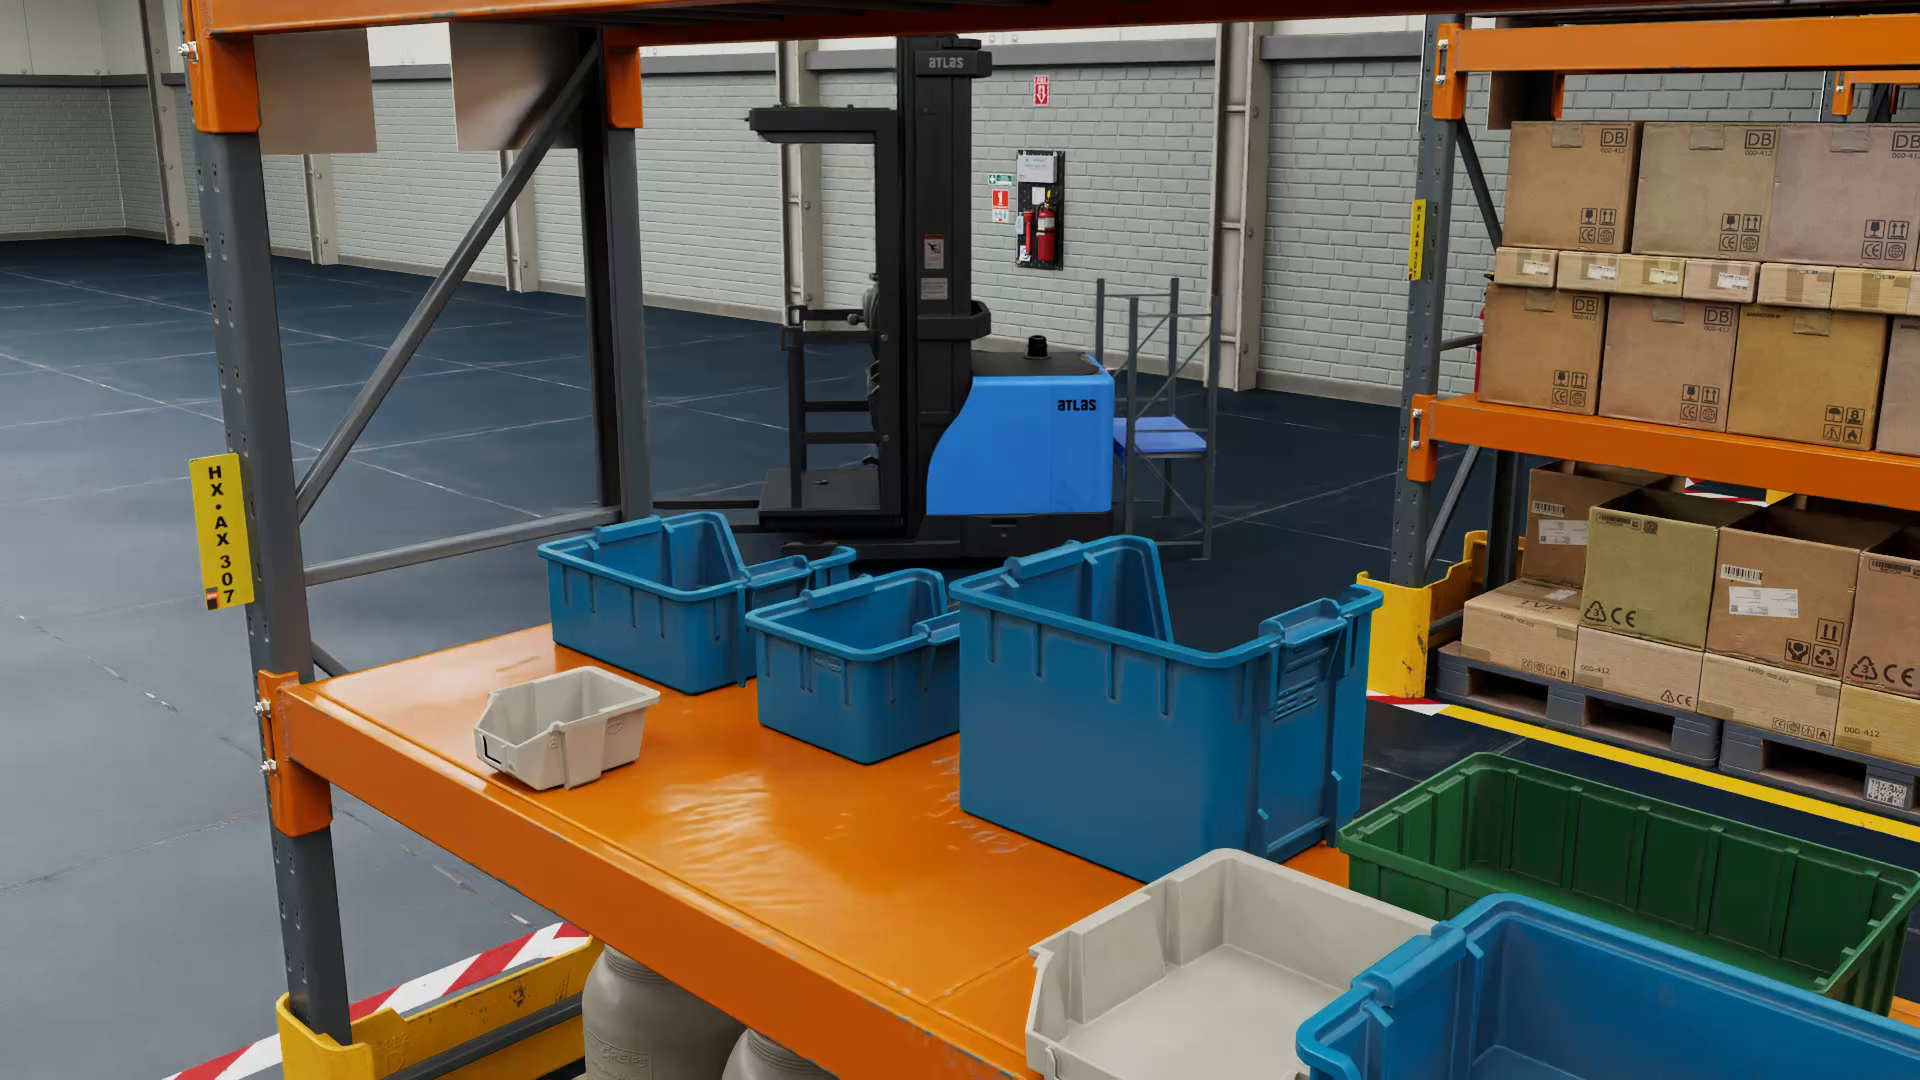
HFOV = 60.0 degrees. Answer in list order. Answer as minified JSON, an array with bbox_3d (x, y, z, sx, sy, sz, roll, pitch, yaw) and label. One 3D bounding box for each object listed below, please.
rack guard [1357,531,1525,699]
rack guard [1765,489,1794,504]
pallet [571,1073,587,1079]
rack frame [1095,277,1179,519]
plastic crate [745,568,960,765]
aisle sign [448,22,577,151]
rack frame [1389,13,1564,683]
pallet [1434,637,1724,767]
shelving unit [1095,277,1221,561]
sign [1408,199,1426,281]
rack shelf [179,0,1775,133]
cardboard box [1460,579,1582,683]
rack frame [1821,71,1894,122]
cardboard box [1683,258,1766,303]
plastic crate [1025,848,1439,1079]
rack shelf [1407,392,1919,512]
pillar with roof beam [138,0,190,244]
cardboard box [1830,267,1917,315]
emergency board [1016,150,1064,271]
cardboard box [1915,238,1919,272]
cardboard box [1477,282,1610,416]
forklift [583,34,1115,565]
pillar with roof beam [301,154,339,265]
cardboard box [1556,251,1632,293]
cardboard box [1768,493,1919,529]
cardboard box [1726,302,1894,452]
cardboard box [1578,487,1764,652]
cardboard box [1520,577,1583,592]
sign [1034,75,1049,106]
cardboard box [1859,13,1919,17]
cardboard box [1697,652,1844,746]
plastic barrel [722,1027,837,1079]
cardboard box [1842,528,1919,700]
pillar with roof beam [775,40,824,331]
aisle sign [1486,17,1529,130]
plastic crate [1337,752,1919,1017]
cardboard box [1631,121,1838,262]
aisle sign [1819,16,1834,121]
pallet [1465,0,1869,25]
[{"bbox_3d":[2.257,0.325,7.693,0.348,0.500,1.175,14,20,42],"label":"rack guard"},{"bbox_3d":[5.764,-0.557,11.079,0.348,0.500,1.175,14,20,42],"label":"rack guard"},{"bbox_3d":[-0.498,1.515,3.697,1.213,0.211,1.003,14,20,42],"label":"pallet"},{"bbox_3d":[1.078,-0.860,10.260,0.500,1.500,0.032,-1,15,-5],"label":"rack frame"},{"bbox_3d":[-0.135,0.238,3.364,0.408,0.251,0.499,14,20,42],"label":"plastic crate"},{"bbox_3d":[-1.012,-1.306,3.841,0.004,0.787,0.394,14,20,42],"label":"aisle sign"},{"bbox_3d":[2.274,-0.880,7.361,0.127,3.000,1.000,14,20,42],"label":"rack frame"},{"bbox_3d":[2.854,0.595,7.228,1.213,0.211,1.003,14,20,42],"label":"pallet"},{"bbox_3d":[1.127,-0.733,9.770,0.538,1.500,1.048,-1,15,-5],"label":"shelving unit"},{"bbox_3d":[1.885,-1.238,6.860,0.005,0.325,0.100,14,20,42],"label":"sign"},{"bbox_3d":[0.273,-0.735,2.282,4.000,0.370,1.077,14,20,42],"label":"rack shelf"},{"bbox_3d":[2.506,0.381,7.140,0.500,0.250,0.500,14,20,42],"label":"cardboard box"},{"bbox_3d":[5.710,-1.780,10.815,0.127,3.000,1.000,14,20,42],"label":"rack frame"},{"bbox_3d":[2.958,-1.001,6.338,0.250,0.149,0.380,13,20,41],"label":"cardboard box"},{"bbox_3d":[0.368,0.608,2.174,0.437,0.136,0.530,14,20,42],"label":"plastic crate"},{"bbox_3d":[3.714,-0.182,6.109,4.000,0.370,1.077,14,20,42],"label":"rack shelf"},{"bbox_3d":[-17.770,-9.187,27.342,0.400,9.000,9.100,14,20,42],"label":"pillar with roof beam"},{"bbox_3d":[3.336,-0.910,5.990,0.250,0.149,0.380,13,20,41],"label":"cardboard box"},{"bbox_3d":[0.742,-3.304,16.664,0.643,1.169,0.194,14,20,42],"label":"emergency board"},{"bbox_3d":[3.746,-1.196,5.803,0.500,0.500,0.700,14,20,42],"label":"cardboard box"},{"bbox_3d":[2.601,-0.845,7.026,0.500,0.500,0.700,14,20,42],"label":"cardboard box"},{"bbox_3d":[-0.670,-1.378,9.408,3.031,2.935,1.130,-1,15,-3],"label":"forklift"},{"bbox_3d":[-13.451,-8.137,23.312,0.400,9.000,9.100,14,20,42],"label":"pillar with roof beam"},{"bbox_3d":[2.599,-1.089,6.678,0.250,0.149,0.380,13,19,41],"label":"cardboard box"},{"bbox_3d":[3.597,0.096,6.746,0.500,0.500,0.500,14,20,42],"label":"cardboard box"},{"bbox_3d":[3.336,-0.666,6.339,0.500,0.500,0.700,14,20,43],"label":"cardboard box"},{"bbox_3d":[2.867,0.106,6.711,0.500,0.500,0.500,14,20,42],"label":"cardboard box"},{"bbox_3d":[2.865,0.287,7.501,0.500,0.250,0.500,14,20,42],"label":"cardboard box"},{"bbox_3d":[0.806,-4.445,16.446,0.199,0.298,0.001,14,20,42],"label":"sign"},{"bbox_3d":[5.777,-3.186,10.023,0.500,0.500,0.500,-14,20,-43],"label":"cardboard box"},{"bbox_3d":[3.228,0.556,6.471,0.500,0.250,0.500,14,20,42],"label":"cardboard box"},{"bbox_3d":[-0.279,1.208,3.449,0.421,0.512,0.421,0,15,0],"label":"plastic barrel"},{"bbox_3d":[3.584,0.281,6.036,0.500,0.500,0.500,14,20,42],"label":"cardboard box"},{"bbox_3d":[-4.813,-6.036,15.252,0.400,9.000,9.100,14,20,42],"label":"pillar with roof beam"},{"bbox_3d":[2.431,-2.203,7.282,0.004,0.787,0.394,14,20,42],"label":"aisle sign"},{"bbox_3d":[0.931,0.532,2.362,0.662,0.188,0.450,14,20,42],"label":"plastic crate"},{"bbox_3d":[3.022,-1.372,6.478,0.500,0.500,0.700,13,19,41],"label":"cardboard box"},{"bbox_3d":[5.450,-2.996,10.326,0.004,0.787,0.394,14,20,42],"label":"aisle sign"},{"bbox_3d":[2.765,-2.161,6.501,1.213,0.211,1.003,14,20,42],"label":"pallet"}]
